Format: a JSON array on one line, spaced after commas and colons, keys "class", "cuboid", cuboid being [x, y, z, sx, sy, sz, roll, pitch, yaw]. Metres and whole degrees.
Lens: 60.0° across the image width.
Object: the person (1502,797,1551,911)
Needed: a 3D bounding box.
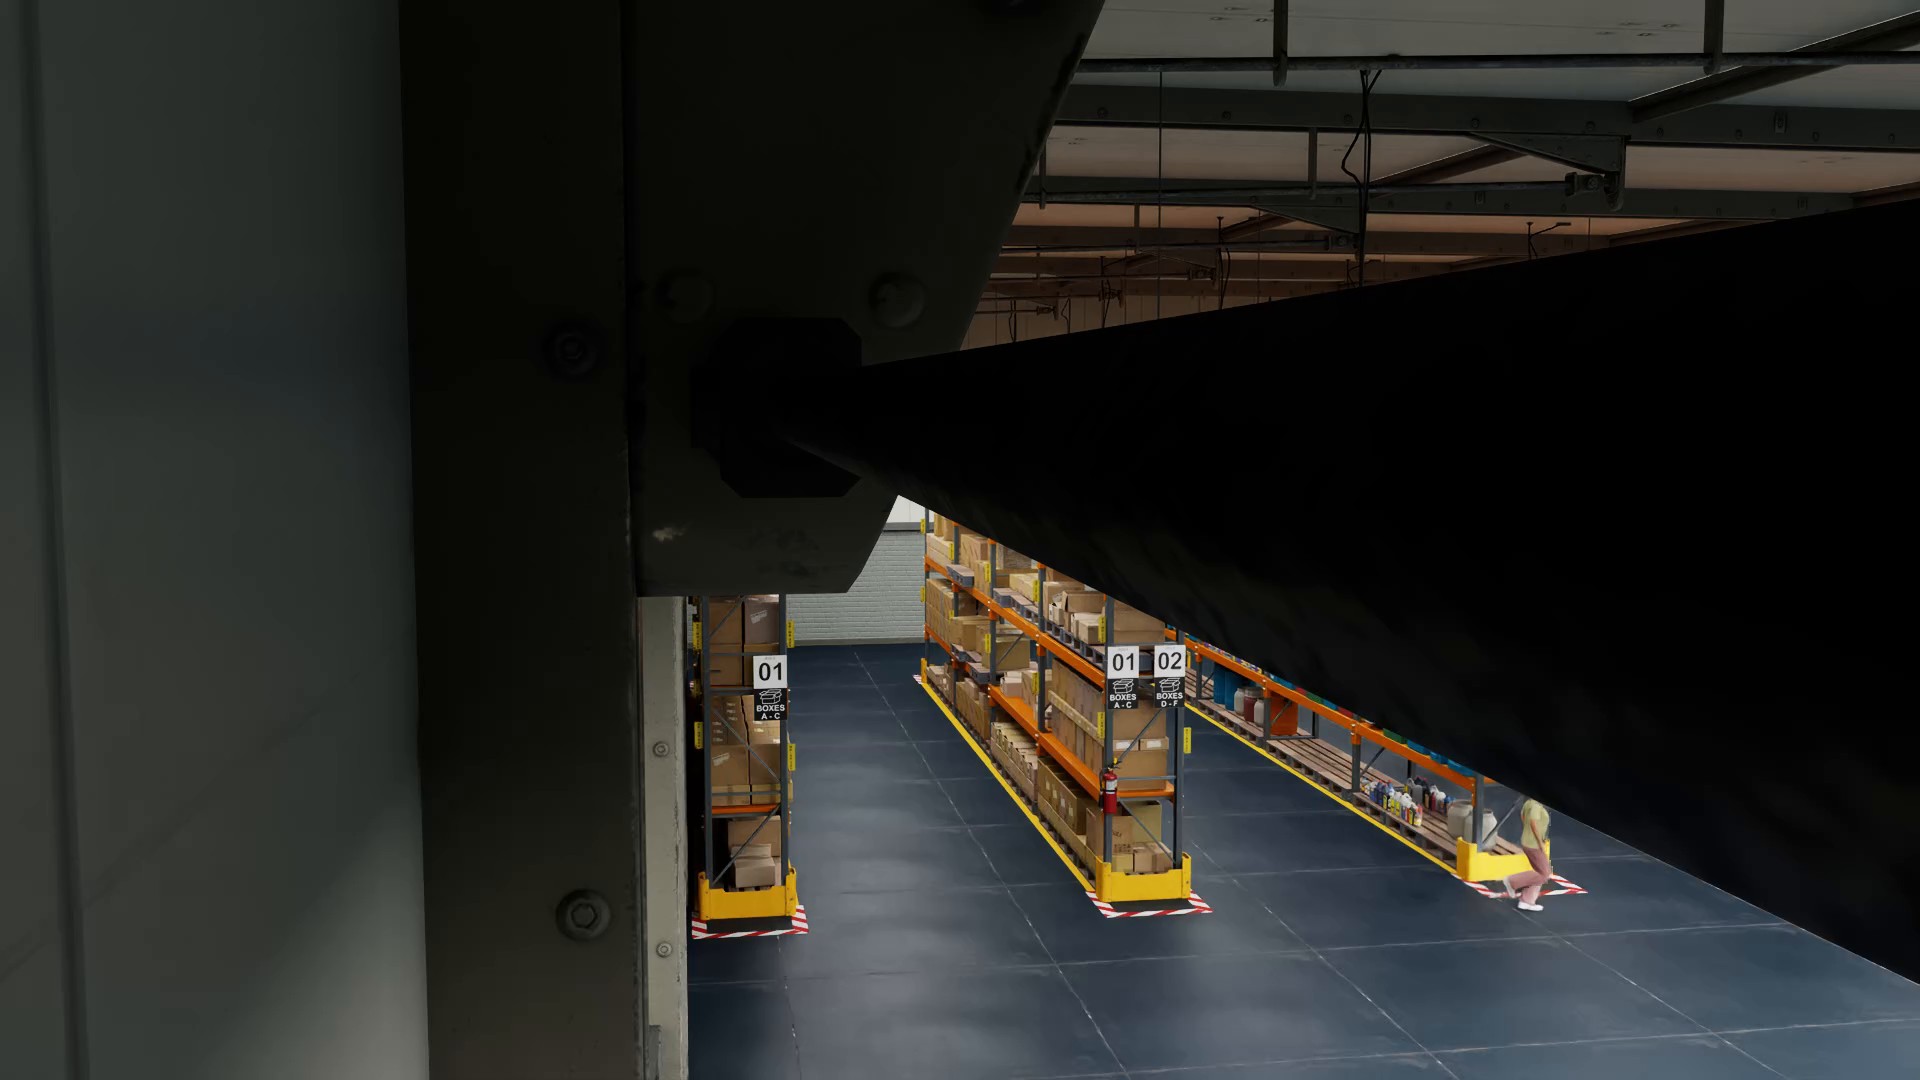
[{"class": "person", "cuboid": [6.963, 3.742, 20.420, 0.557, 1.612, 0.581, 1, 5, 13]}]
